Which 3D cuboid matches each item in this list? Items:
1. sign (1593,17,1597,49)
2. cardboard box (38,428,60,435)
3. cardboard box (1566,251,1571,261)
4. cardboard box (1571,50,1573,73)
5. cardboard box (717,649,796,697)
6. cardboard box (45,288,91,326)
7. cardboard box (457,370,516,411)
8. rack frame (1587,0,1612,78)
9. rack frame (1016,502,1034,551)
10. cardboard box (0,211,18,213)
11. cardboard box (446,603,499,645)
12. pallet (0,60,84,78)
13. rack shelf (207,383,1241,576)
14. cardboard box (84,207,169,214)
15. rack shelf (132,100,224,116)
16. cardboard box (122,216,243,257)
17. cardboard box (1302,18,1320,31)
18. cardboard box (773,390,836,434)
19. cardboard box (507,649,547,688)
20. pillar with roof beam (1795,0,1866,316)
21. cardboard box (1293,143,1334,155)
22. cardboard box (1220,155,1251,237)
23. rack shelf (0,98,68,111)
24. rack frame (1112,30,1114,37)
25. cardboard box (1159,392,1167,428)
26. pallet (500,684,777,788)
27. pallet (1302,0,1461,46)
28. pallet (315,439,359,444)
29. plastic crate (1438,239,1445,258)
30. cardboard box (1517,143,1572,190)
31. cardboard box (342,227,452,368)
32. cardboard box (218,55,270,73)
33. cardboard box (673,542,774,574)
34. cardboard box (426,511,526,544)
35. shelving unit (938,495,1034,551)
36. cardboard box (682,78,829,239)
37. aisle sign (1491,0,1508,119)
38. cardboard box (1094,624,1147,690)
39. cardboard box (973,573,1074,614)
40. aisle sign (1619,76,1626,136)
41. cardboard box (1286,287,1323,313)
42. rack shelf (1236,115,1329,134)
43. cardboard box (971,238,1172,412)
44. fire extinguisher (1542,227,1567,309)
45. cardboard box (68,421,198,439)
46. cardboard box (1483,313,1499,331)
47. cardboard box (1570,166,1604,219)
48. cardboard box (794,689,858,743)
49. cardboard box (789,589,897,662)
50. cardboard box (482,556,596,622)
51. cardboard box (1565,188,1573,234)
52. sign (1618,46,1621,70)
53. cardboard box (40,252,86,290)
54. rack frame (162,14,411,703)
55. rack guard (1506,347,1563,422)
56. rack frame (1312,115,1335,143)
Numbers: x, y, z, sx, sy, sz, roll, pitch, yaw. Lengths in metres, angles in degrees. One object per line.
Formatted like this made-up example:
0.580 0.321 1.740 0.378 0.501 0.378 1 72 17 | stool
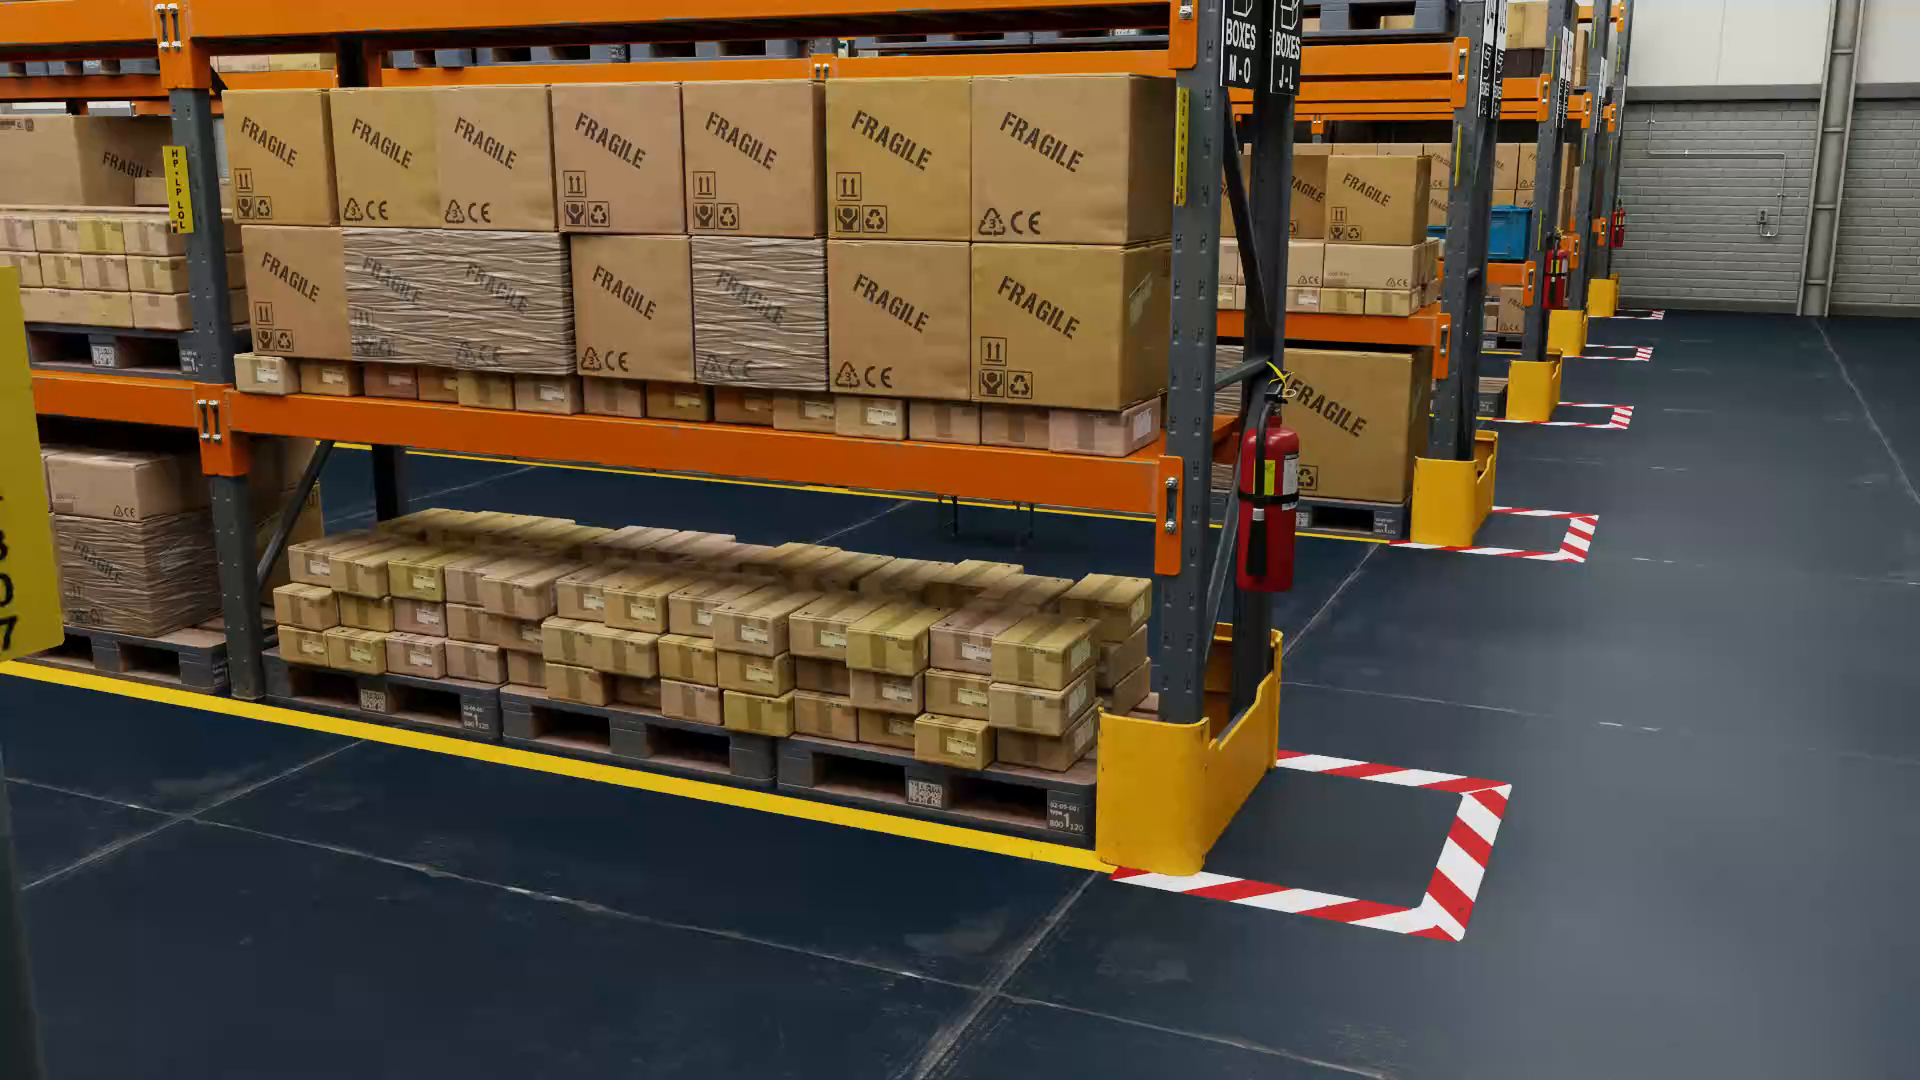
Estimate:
6.755 -5.399 17.692 0.005 0.325 0.100 6 14 23 | sign
-4.514 -0.361 7.638 0.500 0.250 0.500 5 14 21 | cardboard box
8.515 -4.034 23.512 0.250 0.149 0.380 6 14 24 | cardboard box
6.425 -5.246 18.215 0.500 0.250 0.500 6 14 23 | cardboard box
-0.672 0.431 6.024 0.250 0.149 0.380 6 14 24 | cardboard box
-3.685 -1.021 7.170 0.250 0.149 0.380 6 14 23 | cardboard box
-1.669 -0.594 6.269 0.250 0.149 0.380 6 15 24 | cardboard box
6.998 -6.542 17.936 0.127 3.000 1.000 6 14 23 | rack frame
0.374 -0.546 9.456 0.015 1.200 0.240 6 14 23 | rack frame
-4.414 -1.385 7.419 0.250 0.149 0.380 5 14 21 | cardboard box
-1.824 0.288 6.630 0.250 0.149 0.380 5 14 20 | cardboard box
-7.469 -3.952 13.878 1.003 0.211 1.213 6 14 23 | pallet
-0.948 -0.361 6.301 4.000 0.370 1.077 6 14 23 | rack shelf
-3.903 -1.496 7.894 0.250 0.149 0.380 6 14 23 | cardboard box
-7.812 -4.993 19.474 4.000 0.370 1.077 6 14 23 | rack shelf
-3.223 -1.264 6.905 0.250 0.149 0.380 7 15 26 | cardboard box
4.200 -5.874 19.249 0.500 0.500 0.700 6 14 23 | cardboard box
-0.451 -0.475 5.763 0.250 0.149 0.380 5 14 21 | cardboard box
-1.570 0.456 6.568 0.250 0.149 0.380 5 14 21 | cardboard box
10.076 -6.609 18.220 0.400 9.000 9.100 6 14 23 | pillar with roof beam
4.129 -4.377 19.434 0.500 0.500 0.500 5 14 21 | cardboard box
1.719 -2.183 10.528 0.500 0.500 0.500 5 14 22 | cardboard box
-9.818 -3.958 15.065 4.000 0.370 1.077 6 14 23 | rack shelf
1.331 -5.878 15.106 0.127 3.000 1.000 6 14 23 | rack frame
0.717 -0.502 5.878 0.250 0.149 0.380 6 14 23 | cardboard box
-1.029 0.629 6.613 1.213 0.211 1.003 6 14 23 | pallet
2.299 -3.036 9.756 1.213 0.211 1.003 6 14 23 | pallet
-5.047 -1.008 13.588 1.213 0.211 1.003 6 14 23 | pallet
4.169 -2.526 14.398 0.243 0.136 0.396 6 14 23 | plastic crate
6.479 -4.141 18.427 0.500 0.500 0.500 6 14 23 | cardboard box
-1.971 -0.947 6.354 0.500 0.500 0.500 6 14 23 | cardboard box
-5.326 -3.716 12.787 0.500 0.250 0.500 6 14 23 | cardboard box
-0.941 0.128 6.664 0.250 0.149 0.380 6 14 23 | cardboard box
-2.096 -0.008 7.243 0.250 0.149 0.380 6 14 24 | cardboard box
0.151 -0.569 9.553 0.503 1.200 0.258 6 14 23 | shelving unit
-0.581 -1.290 5.626 0.500 0.500 0.500 7 15 26 | cardboard box
3.169 -2.874 9.747 0.004 0.787 0.394 6 14 23 | aisle sign
0.505 0.411 6.109 0.250 0.149 0.380 6 15 26 | cardboard box
0.238 0.248 6.150 0.250 0.149 0.380 6 15 24 | cardboard box
8.945 -5.853 22.440 0.004 0.787 0.394 6 14 23 | aisle sign
2.054 -1.442 9.883 0.250 0.149 0.380 6 14 23 | cardboard box
3.515 -6.322 25.138 4.000 0.370 1.077 6 14 23 | rack shelf
0.365 -0.707 5.333 0.500 0.500 0.500 6 15 24 | cardboard box
4.942 -2.259 13.801 0.183 0.674 0.296 6 14 23 | fire extinguisher
-3.833 -0.421 7.894 0.500 0.250 0.500 6 15 25 | cardboard box
6.067 -2.511 19.130 0.250 0.166 0.380 6 14 23 | cardboard box
8.530 -4.847 23.190 0.700 0.700 0.980 7 15 26 | cardboard box
-0.399 0.587 6.008 0.250 0.149 0.380 6 14 24 | cardboard box
-0.412 0.302 5.921 0.250 0.149 0.380 5 14 21 | cardboard box
-1.619 0.184 6.424 0.250 0.149 0.380 6 15 24 | cardboard box
6.699 -3.766 19.020 0.500 0.500 0.500 6 15 24 | cardboard box
8.768 -6.397 22.120 0.005 0.325 0.100 6 14 23 | sign
-3.688 -1.166 7.139 0.250 0.149 0.380 6 15 26 | cardboard box
-2.777 -0.896 7.007 0.127 3.000 1.000 6 14 23 | rack frame
5.015 -1.371 14.502 0.348 0.500 1.175 6 14 23 | rack guard
5.343 -5.026 24.610 0.127 3.000 1.000 6 14 23 | rack frame
